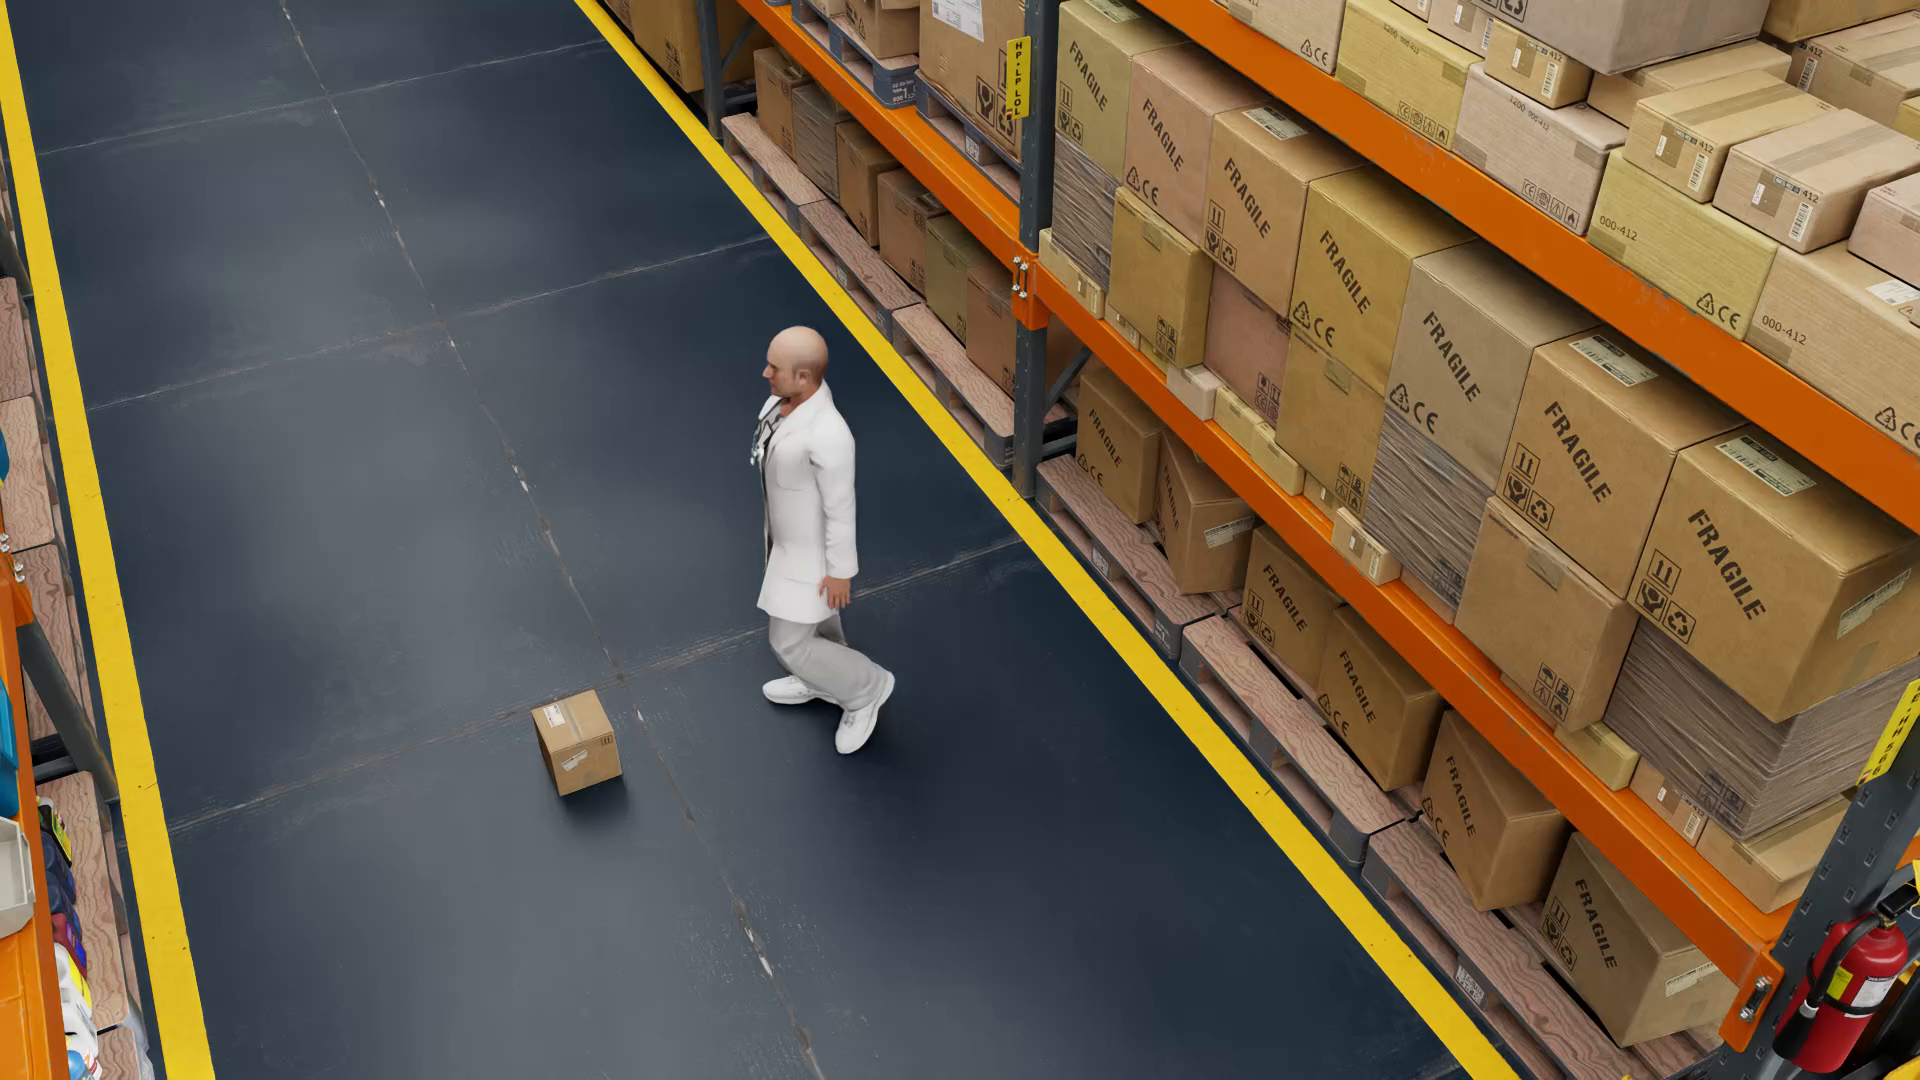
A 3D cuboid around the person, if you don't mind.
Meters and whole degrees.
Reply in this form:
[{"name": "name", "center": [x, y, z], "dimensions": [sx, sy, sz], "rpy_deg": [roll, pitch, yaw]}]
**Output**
[{"name": "person", "center": [-0.585, -0.010, 6.156], "dimensions": [0.488, 1.776, 0.647], "rpy_deg": [-12, 42, -13]}]
